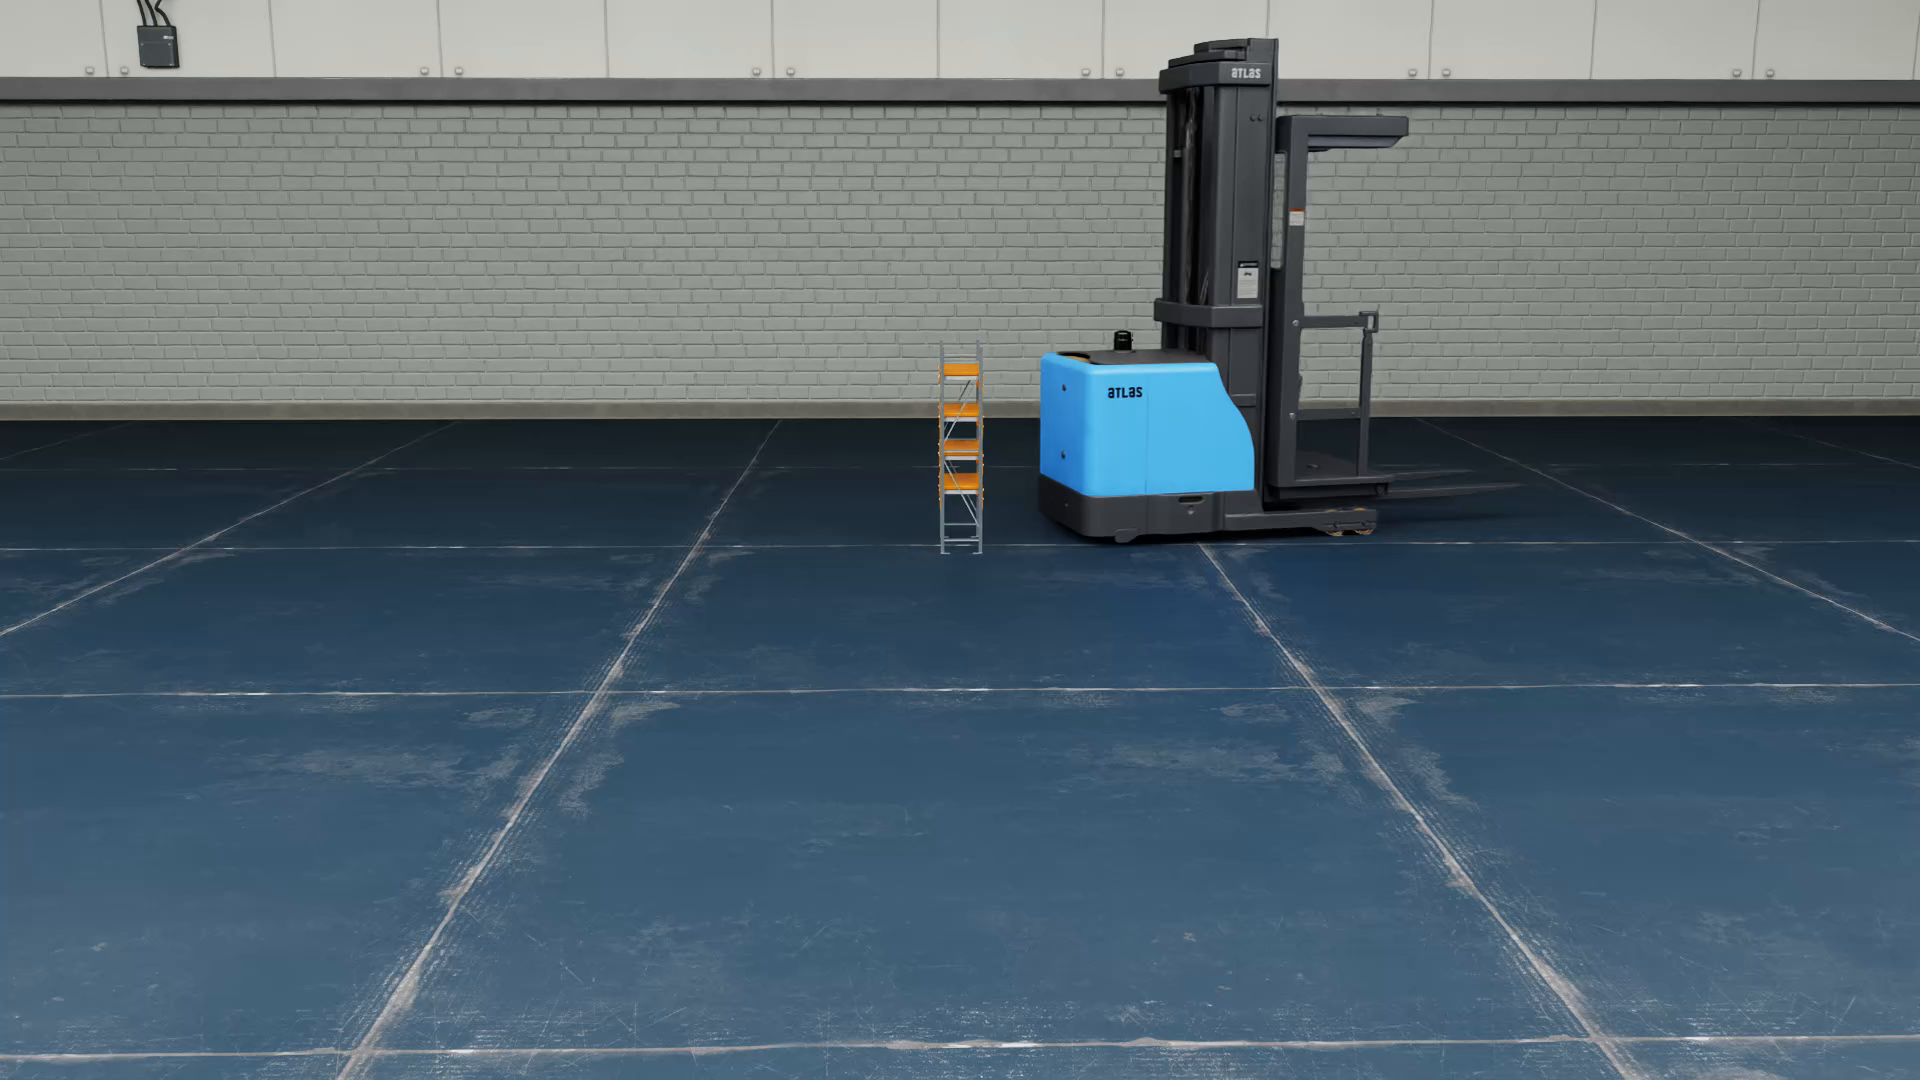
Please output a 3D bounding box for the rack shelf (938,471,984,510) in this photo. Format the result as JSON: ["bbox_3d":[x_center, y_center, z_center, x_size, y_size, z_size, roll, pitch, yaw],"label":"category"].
[{"bbox_3d":[0.003,-0.295,9.830,0.258,0.148,0.480,0,11,-1],"label":"rack shelf"}]

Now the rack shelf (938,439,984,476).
[{"bbox_3d":[0.003,-0.489,9.791,0.258,0.148,0.480,0,11,-1],"label":"rack shelf"}]

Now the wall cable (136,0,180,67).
[{"bbox_3d":[-6.192,-7.199,14.359,2.305,6.003,0.169,0,11,-1],"label":"wall cable"}]

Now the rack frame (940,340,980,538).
[{"bbox_3d":[-0.002,-0.604,10.017,0.240,1.200,0.015,0,11,-1],"label":"rack frame"}]

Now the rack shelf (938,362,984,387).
[{"bbox_3d":[0.003,-0.940,9.699,0.258,0.148,0.480,0,11,-1],"label":"rack shelf"}]

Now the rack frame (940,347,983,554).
[{"bbox_3d":[0.008,-0.507,9.539,0.240,1.200,0.015,0,11,-1],"label":"rack frame"}]

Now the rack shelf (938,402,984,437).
[{"bbox_3d":[0.003,-0.708,9.747,0.258,0.148,0.480,0,11,-1],"label":"rack shelf"}]

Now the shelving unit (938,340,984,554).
[{"bbox_3d":[0.003,-0.555,9.778,0.258,1.200,0.503,0,11,-1],"label":"shelving unit"}]

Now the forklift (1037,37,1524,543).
[{"bbox_3d":[2.071,-1.555,10.354,3.031,2.935,1.130,-3,12,-14],"label":"forklift"}]
